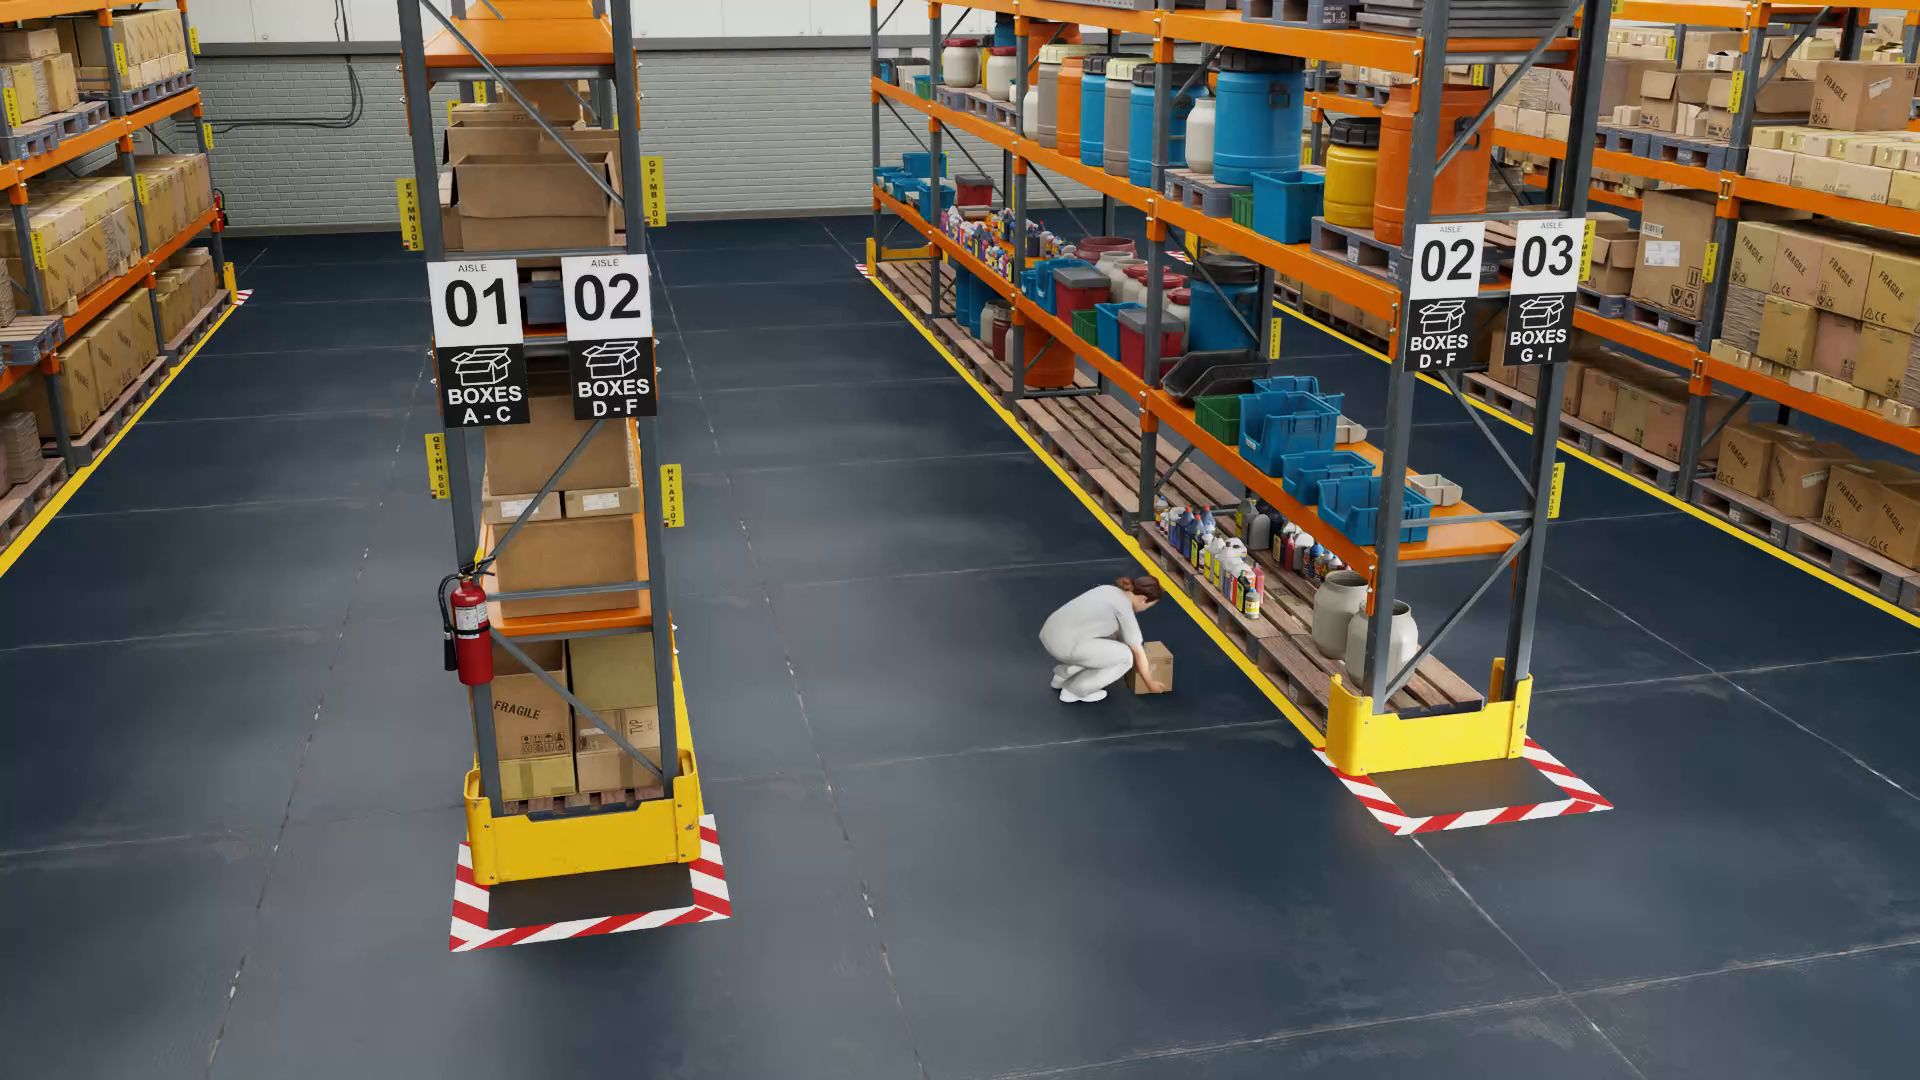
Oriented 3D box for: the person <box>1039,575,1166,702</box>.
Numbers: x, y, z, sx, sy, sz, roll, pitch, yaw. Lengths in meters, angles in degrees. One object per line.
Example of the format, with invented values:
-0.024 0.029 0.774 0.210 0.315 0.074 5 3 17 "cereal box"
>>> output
0.917 0.639 10.718 0.821 0.810 0.477 -5 20 -13 "person"
